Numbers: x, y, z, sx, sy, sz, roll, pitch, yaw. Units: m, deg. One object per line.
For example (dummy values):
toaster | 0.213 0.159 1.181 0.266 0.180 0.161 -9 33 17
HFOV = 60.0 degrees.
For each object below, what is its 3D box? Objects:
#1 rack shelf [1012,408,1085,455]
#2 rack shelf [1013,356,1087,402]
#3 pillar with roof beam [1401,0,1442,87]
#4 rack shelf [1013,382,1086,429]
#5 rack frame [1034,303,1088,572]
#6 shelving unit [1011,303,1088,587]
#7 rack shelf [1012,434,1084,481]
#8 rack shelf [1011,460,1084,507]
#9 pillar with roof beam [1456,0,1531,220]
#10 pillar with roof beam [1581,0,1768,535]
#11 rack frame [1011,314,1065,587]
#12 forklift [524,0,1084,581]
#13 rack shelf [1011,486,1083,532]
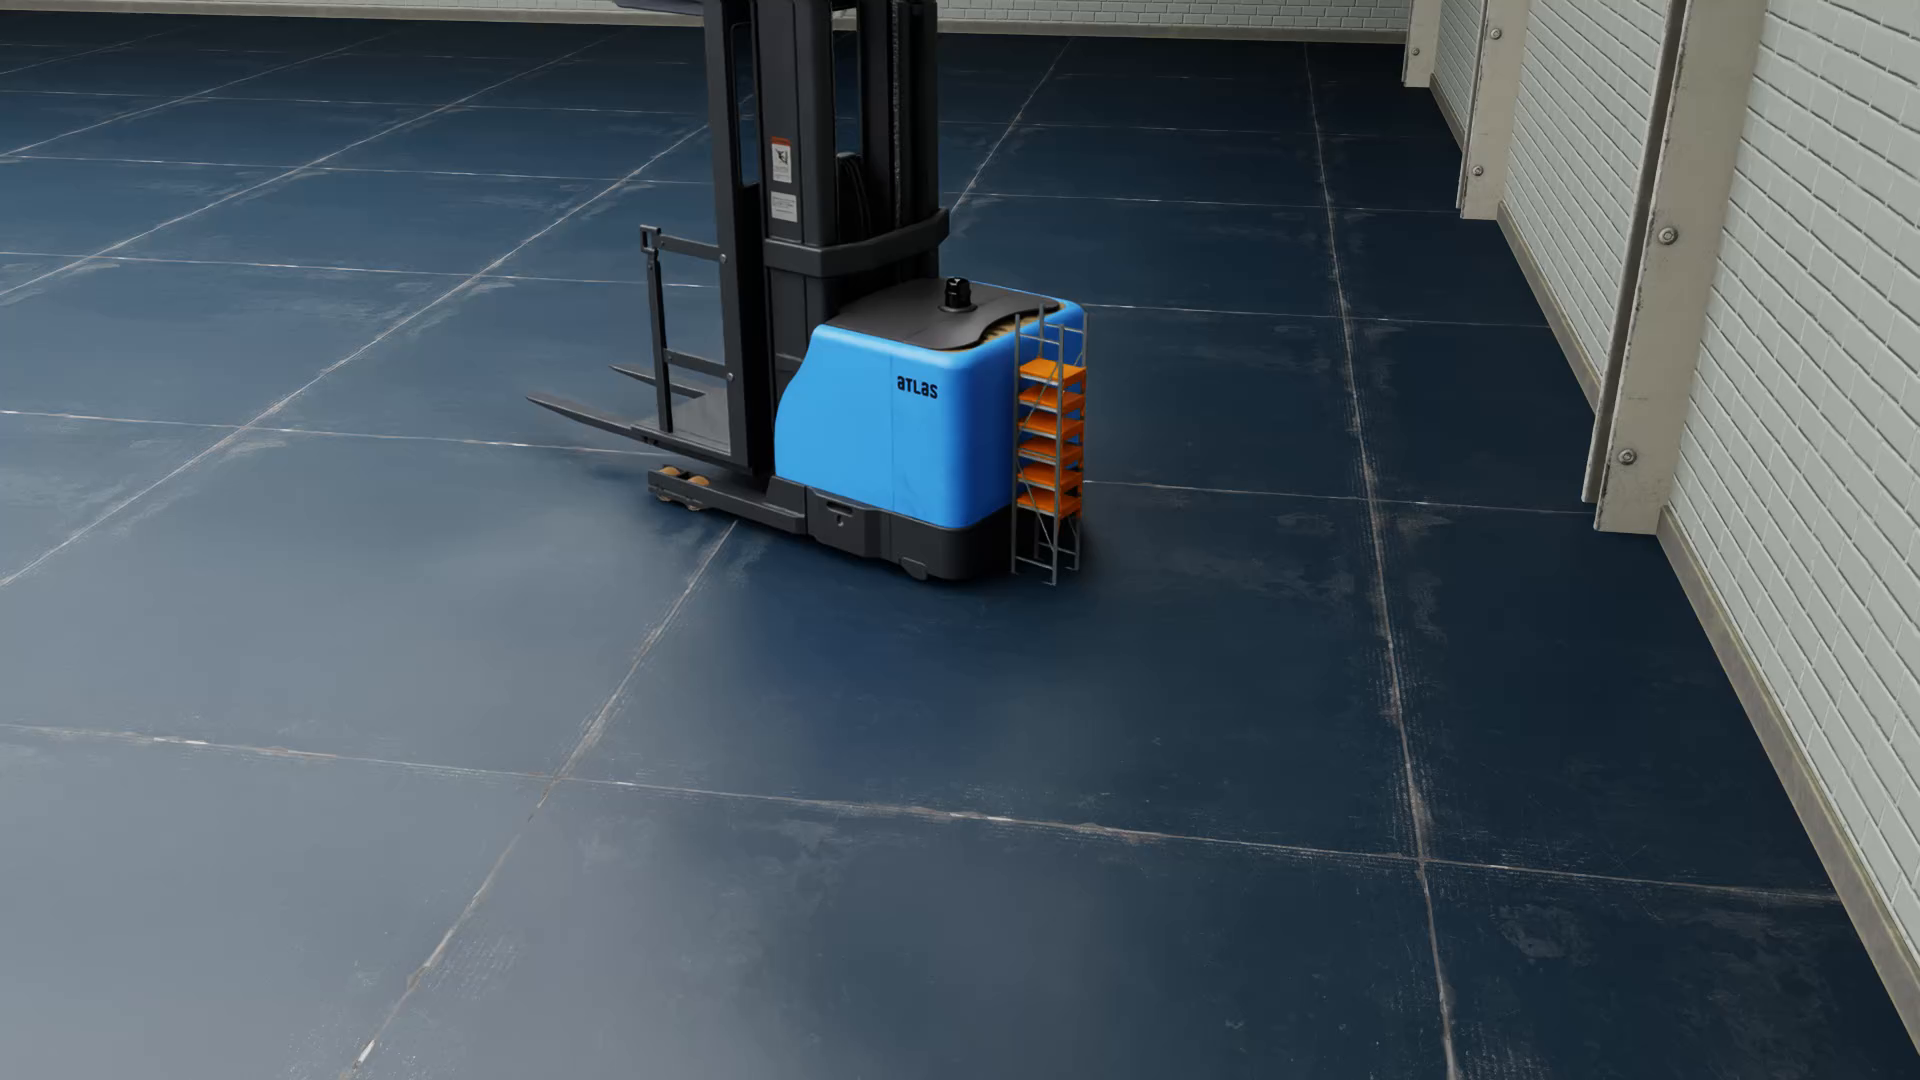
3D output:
rack shelf | 0.382 -0.468 7.156 0.258 0.103 0.180 17 30 32
rack shelf | 0.382 -0.685 7.053 0.258 0.103 0.180 17 30 32
pillar with roof beam | 0.897 -9.509 17.450 9.100 9.000 0.400 4 25 9
rack shelf | 0.382 -0.577 7.104 0.258 0.103 0.180 17 30 32
rack frame | 0.436 -0.431 7.255 0.240 1.200 0.006 17 30 32
shelving unit | 0.382 -0.400 7.188 0.258 1.200 0.189 17 30 32
rack shelf | 0.382 -0.360 7.207 0.258 0.103 0.180 17 30 32
rack shelf | 0.381 -0.251 7.258 0.258 0.103 0.180 17 30 32
pillar with roof beam | -0.084 -7.000 12.089 9.100 9.000 0.400 4 25 9
pillar with roof beam | -1.065 -4.490 6.728 9.100 9.000 0.400 4 25 9
rack frame | 0.328 -0.368 7.121 0.240 1.200 0.006 17 30 32
forklift | -0.909 -1.630 7.775 3.031 2.935 1.130 17 30 32
rack shelf | 0.381 -0.142 7.309 0.258 0.103 0.180 17 30 32
